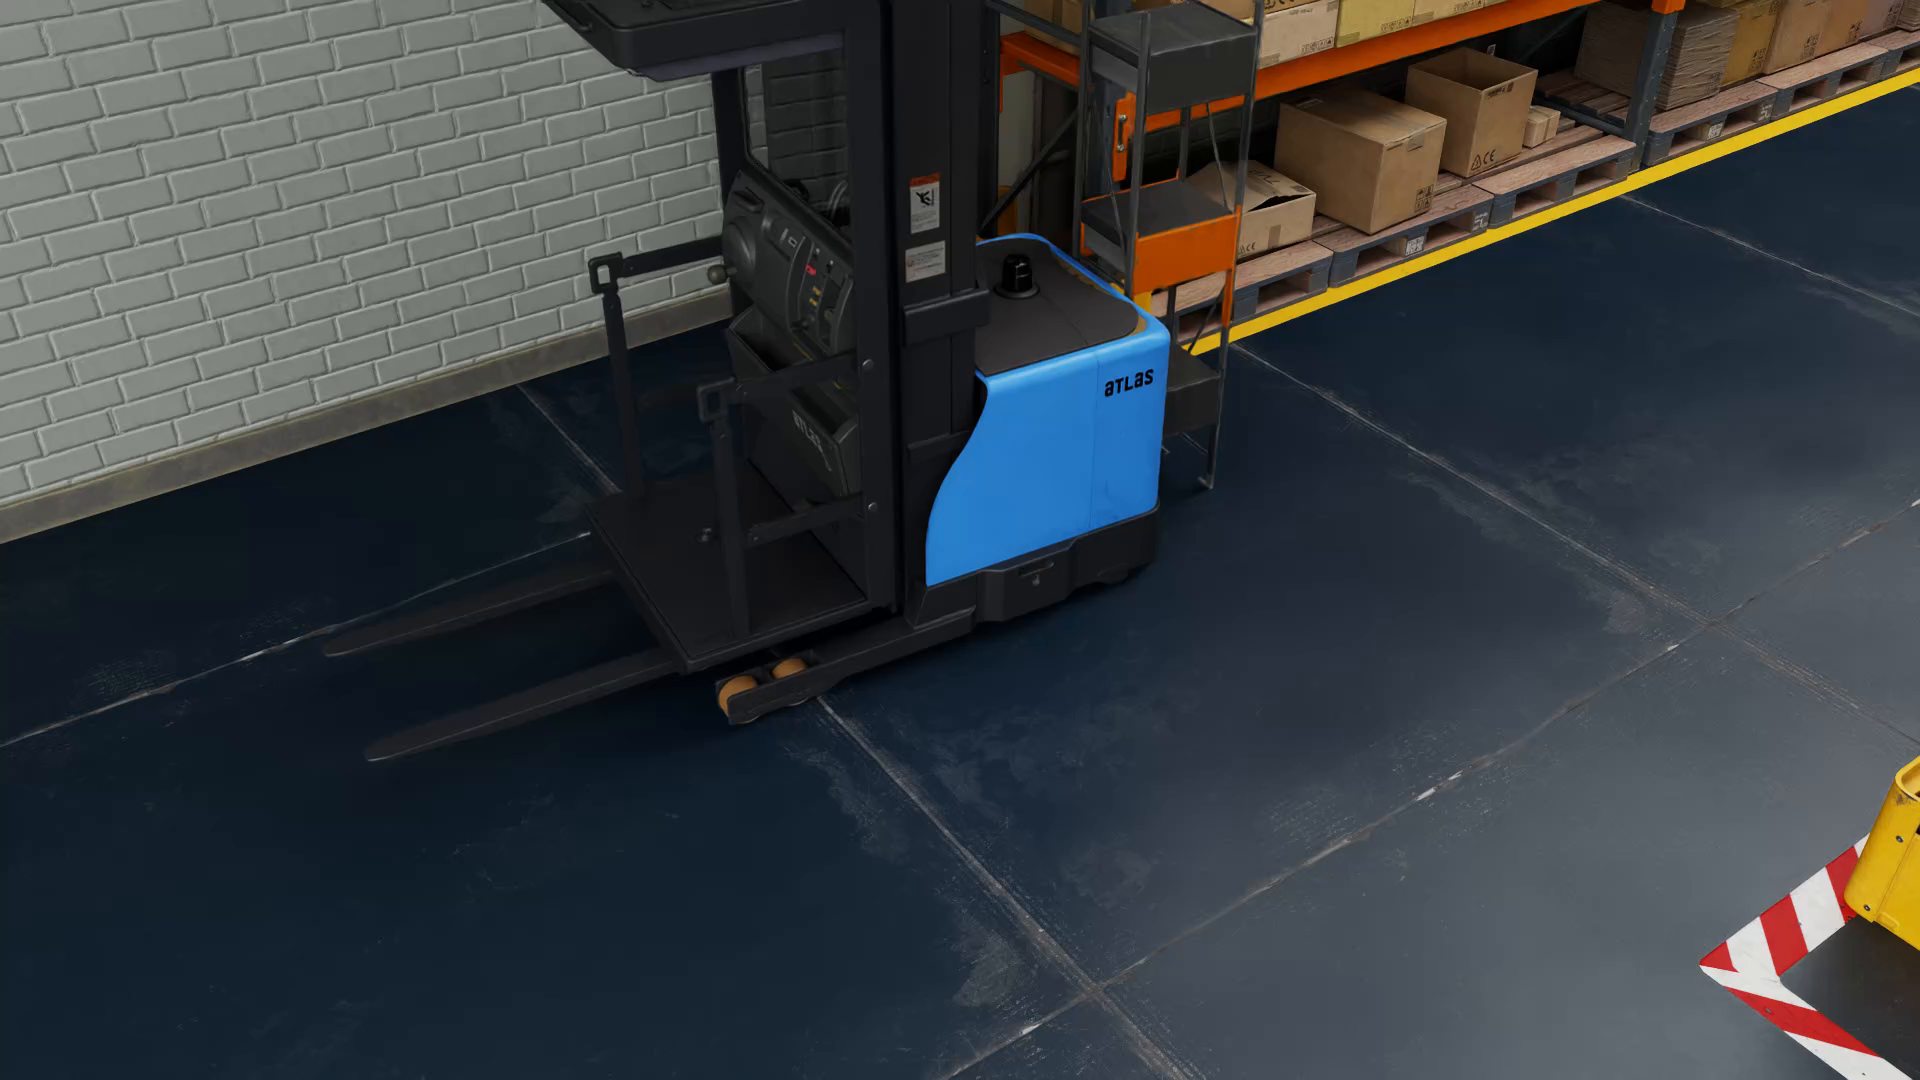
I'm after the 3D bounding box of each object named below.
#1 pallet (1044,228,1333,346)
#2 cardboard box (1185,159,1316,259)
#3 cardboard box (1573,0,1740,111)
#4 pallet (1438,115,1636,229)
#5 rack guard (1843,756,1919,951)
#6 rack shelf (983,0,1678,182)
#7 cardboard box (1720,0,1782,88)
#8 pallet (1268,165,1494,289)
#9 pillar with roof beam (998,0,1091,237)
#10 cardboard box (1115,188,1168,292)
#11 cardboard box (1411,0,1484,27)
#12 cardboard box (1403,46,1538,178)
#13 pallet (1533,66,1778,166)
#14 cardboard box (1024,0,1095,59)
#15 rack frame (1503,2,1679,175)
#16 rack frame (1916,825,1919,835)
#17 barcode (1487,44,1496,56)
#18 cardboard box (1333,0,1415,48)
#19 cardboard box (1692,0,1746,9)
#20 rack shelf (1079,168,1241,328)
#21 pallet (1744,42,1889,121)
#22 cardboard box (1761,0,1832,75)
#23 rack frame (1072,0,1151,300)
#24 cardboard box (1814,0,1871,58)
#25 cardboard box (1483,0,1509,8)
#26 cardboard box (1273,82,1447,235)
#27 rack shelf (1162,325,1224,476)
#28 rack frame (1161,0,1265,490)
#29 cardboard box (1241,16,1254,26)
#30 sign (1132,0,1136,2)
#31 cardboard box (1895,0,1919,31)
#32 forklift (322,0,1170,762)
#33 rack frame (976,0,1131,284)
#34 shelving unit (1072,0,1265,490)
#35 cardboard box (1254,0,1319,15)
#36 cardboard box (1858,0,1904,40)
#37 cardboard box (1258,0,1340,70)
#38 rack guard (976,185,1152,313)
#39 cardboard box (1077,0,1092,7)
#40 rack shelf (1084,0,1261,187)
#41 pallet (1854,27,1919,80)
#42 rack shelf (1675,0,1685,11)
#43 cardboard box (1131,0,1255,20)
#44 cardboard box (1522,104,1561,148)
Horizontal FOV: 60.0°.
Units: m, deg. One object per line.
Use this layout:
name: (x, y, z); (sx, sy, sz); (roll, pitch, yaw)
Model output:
pallet: (1.120, -1.401, 8.517); (1.213, 0.211, 1.003); (-22, 41, -28)
cardboard box: (1.457, -1.720, 8.498); (0.500, 0.311, 0.500); (-19, 40, -24)
cardboard box: (4.235, -3.016, 10.138); (0.500, 0.500, 0.700); (-21, 41, -26)
pallet: (3.115, -2.222, 9.658); (1.213, 0.211, 1.003); (-22, 41, -28)
rack guard: (3.211, 1.135, 4.744); (0.348, 0.500, 1.175); (-22, 41, -28)
rack shelf: (2.008, -2.632, 8.456); (4.000, 0.370, 1.077); (-22, 41, -28)
cardboard box: (4.629, -3.214, 10.413); (0.500, 0.500, 0.700); (-23, 42, -29)
pallet: (2.116, -1.809, 9.084); (1.213, 0.211, 1.003); (-22, 41, -28)
pillar with roof beam: (2.927, -3.280, 3.604); (0.400, 9.000, 9.100); (-22, 41, -28)
cardboard box: (0.991, -1.528, 8.231); (0.500, 0.311, 0.500); (-28, 44, -33)
cardboard box: (2.206, -2.730, 8.088); (0.500, 0.250, 0.500); (-22, 41, -27)
cardboard box: (2.818, -2.392, 9.271); (0.500, 0.500, 0.500); (-26, 43, -31)
pallet: (4.279, -2.727, 10.361); (1.213, 0.211, 1.003); (-22, 41, -28)
cardboard box: (0.644, -2.448, 7.696); (0.500, 0.250, 0.500); (-22, 41, -27)
rack frame: (3.643, -3.597, 9.182); (0.127, 3.000, 1.000); (-22, 41, -28)
rack frame: (3.230, 0.112, 4.025); (0.127, 3.000, 1.000); (-22, 41, -28)
barcode: (3.064, -2.823, 9.596); (0.075, 0.075, 0.001); (-22, 41, -28)
cardboard box: (1.791, -2.561, 7.853); (0.500, 0.250, 0.500); (-23, 42, -29)
cardboard box: (4.593, -3.470, 10.128); (0.500, 0.250, 0.500); (-23, 42, -29)
rack shelf: (0.755, -1.087, 6.487); (0.480, 0.518, 0.431); (-18, 40, -24)
pallet: (5.277, -3.140, 10.935); (1.213, 0.211, 1.003); (-22, 41, -28)
cardboard box: (5.069, -3.366, 10.625); (0.500, 0.500, 0.700); (-22, 41, -27)
rack frame: (0.543, -1.028, 6.381); (0.015, 2.100, 0.400); (-18, 40, -24)
cardboard box: (5.476, -3.540, 10.868); (0.500, 0.500, 0.700); (-23, 41, -28)
cardboard box: (2.616, -2.900, 8.324); (0.500, 0.250, 0.500); (-23, 41, -28)
cardboard box: (2.085, -2.019, 8.753); (0.500, 0.500, 0.700); (-25, 43, -31)
rack shelf: (0.755, -0.519, 6.896); (0.480, 0.518, 0.431); (-18, 40, -24)
rack frame: (0.967, -1.169, 6.577); (0.015, 2.100, 0.400); (-18, 40, -24)
cardboard box: (0.955, -2.211, 7.366); (0.500, 0.250, 0.500); (-24, 42, -29)
sign: (0.686, -2.344, 6.698); (0.005, 0.325, 0.100); (-22, 41, -28)
cardboard box: (6.354, -3.839, 11.282); (0.500, 0.500, 0.700); (-22, 41, -27)
forklift: (-0.762, -0.898, 5.488); (3.031, 2.935, 1.130); (-18, 40, -24)
rack frame: (0.374, -2.251, 7.311); (0.127, 3.000, 1.000); (-22, 41, -28)
shelving unit: (0.755, -1.098, 6.479); (0.503, 2.100, 0.431); (-18, 40, -24)
cardboard box: (1.347, -2.681, 7.378); (0.500, 0.500, 0.500); (-22, 41, -28)
cardboard box: (5.866, -3.721, 11.119); (0.500, 0.500, 0.700); (-22, 41, -28)
cardboard box: (1.372, -2.392, 7.619); (0.500, 0.250, 0.500); (-24, 42, -29)
rack guard: (0.436, -1.262, 8.076); (0.348, 0.500, 1.175); (-22, 41, -28)
cardboard box: (0.636, -2.763, 7.491); (0.500, 0.500, 0.500); (-23, 42, -28)
rack shelf: (0.755, -1.656, 6.078); (0.480, 0.518, 0.431); (-18, 40, -24)
pallet: (6.273, -3.548, 11.502); (1.213, 0.211, 1.003); (-22, 41, -28)
rack shelf: (5.278, -3.977, 10.327); (4.000, 0.370, 1.077); (-22, 41, -28)
cardboard box: (0.937, -2.520, 7.154); (0.500, 0.500, 0.500); (-22, 41, -28)
cardboard box: (3.223, -2.431, 9.610); (0.250, 0.166, 0.380); (-28, 44, -33)
